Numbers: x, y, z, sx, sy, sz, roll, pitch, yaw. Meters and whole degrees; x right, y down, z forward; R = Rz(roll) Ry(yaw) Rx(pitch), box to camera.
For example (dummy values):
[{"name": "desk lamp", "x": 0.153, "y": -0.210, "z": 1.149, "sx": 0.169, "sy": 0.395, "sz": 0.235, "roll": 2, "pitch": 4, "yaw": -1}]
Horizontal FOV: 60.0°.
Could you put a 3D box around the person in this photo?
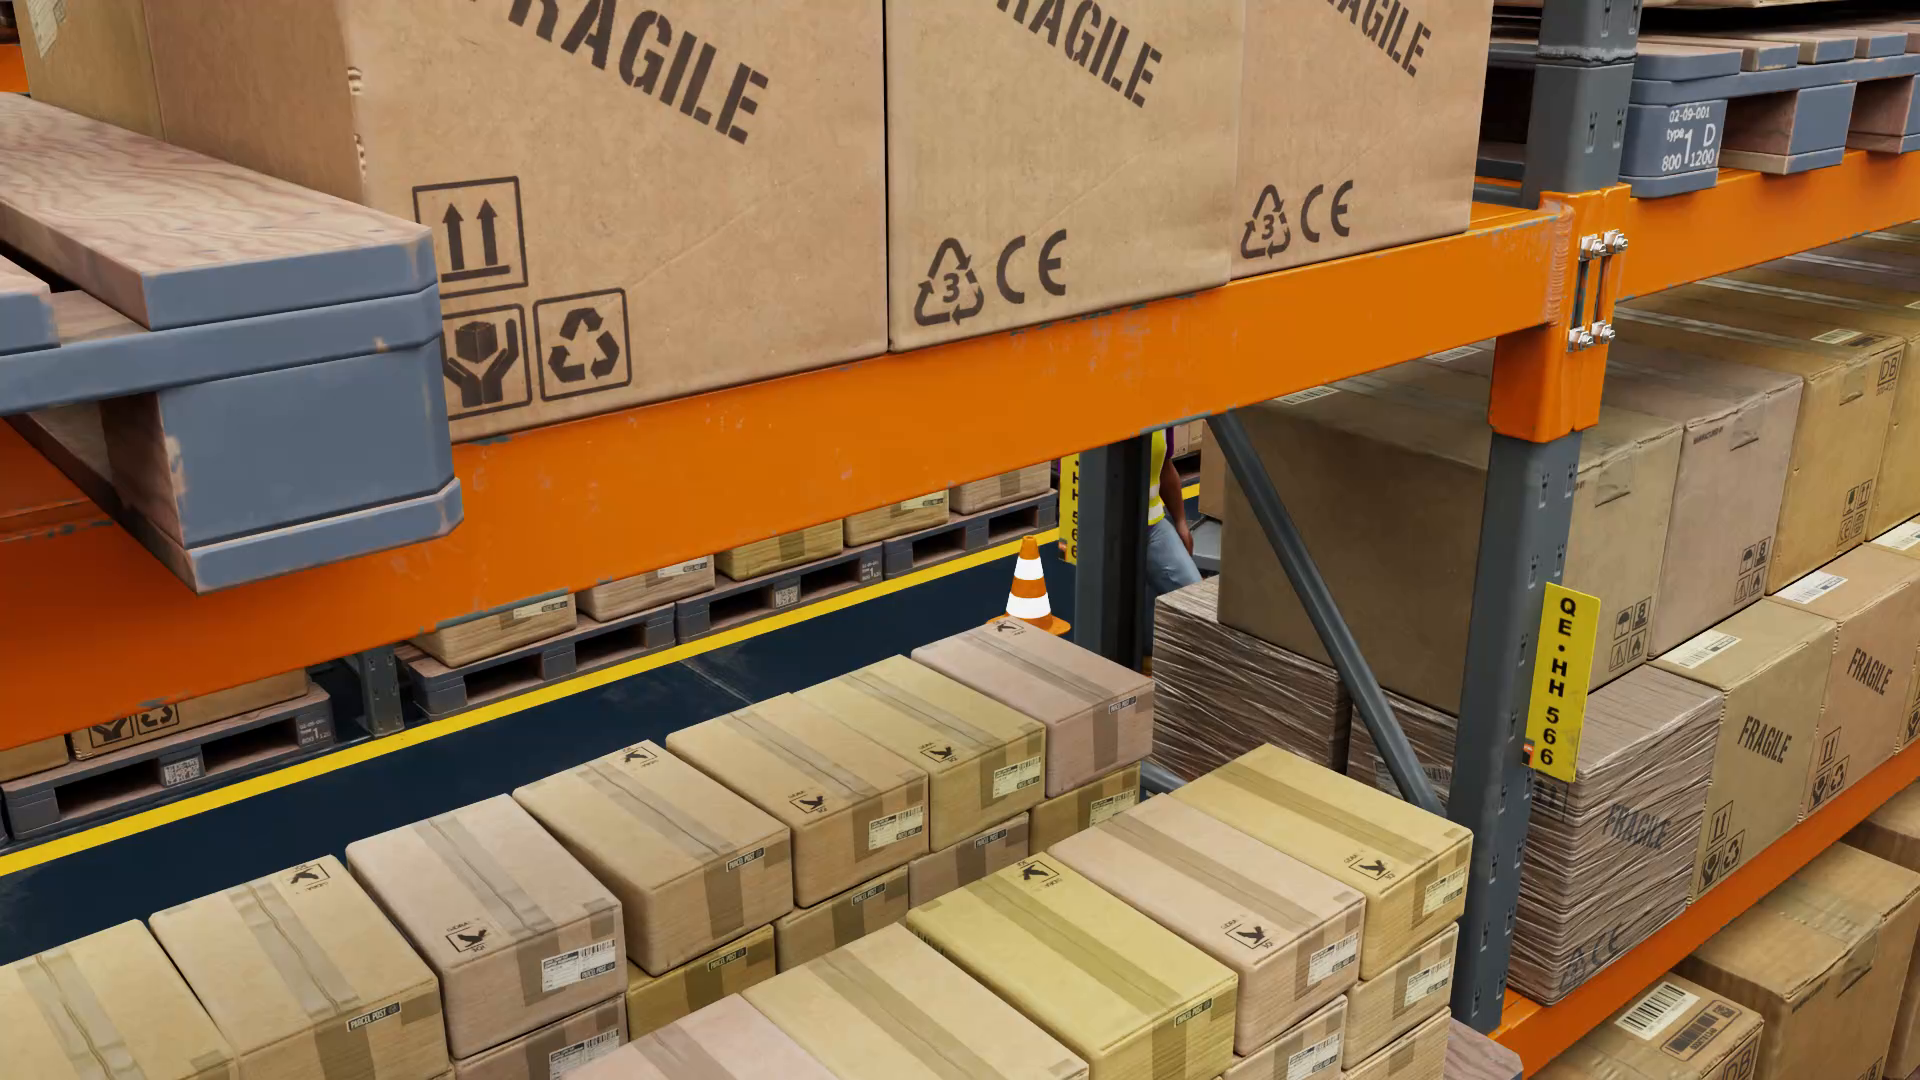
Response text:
[{"name": "person", "x": 0.678, "y": 0.000, "z": 6.547, "sx": 0.628, "sy": 1.766, "sz": 0.541, "roll": -17, "pitch": 27, "yaw": -37}]
